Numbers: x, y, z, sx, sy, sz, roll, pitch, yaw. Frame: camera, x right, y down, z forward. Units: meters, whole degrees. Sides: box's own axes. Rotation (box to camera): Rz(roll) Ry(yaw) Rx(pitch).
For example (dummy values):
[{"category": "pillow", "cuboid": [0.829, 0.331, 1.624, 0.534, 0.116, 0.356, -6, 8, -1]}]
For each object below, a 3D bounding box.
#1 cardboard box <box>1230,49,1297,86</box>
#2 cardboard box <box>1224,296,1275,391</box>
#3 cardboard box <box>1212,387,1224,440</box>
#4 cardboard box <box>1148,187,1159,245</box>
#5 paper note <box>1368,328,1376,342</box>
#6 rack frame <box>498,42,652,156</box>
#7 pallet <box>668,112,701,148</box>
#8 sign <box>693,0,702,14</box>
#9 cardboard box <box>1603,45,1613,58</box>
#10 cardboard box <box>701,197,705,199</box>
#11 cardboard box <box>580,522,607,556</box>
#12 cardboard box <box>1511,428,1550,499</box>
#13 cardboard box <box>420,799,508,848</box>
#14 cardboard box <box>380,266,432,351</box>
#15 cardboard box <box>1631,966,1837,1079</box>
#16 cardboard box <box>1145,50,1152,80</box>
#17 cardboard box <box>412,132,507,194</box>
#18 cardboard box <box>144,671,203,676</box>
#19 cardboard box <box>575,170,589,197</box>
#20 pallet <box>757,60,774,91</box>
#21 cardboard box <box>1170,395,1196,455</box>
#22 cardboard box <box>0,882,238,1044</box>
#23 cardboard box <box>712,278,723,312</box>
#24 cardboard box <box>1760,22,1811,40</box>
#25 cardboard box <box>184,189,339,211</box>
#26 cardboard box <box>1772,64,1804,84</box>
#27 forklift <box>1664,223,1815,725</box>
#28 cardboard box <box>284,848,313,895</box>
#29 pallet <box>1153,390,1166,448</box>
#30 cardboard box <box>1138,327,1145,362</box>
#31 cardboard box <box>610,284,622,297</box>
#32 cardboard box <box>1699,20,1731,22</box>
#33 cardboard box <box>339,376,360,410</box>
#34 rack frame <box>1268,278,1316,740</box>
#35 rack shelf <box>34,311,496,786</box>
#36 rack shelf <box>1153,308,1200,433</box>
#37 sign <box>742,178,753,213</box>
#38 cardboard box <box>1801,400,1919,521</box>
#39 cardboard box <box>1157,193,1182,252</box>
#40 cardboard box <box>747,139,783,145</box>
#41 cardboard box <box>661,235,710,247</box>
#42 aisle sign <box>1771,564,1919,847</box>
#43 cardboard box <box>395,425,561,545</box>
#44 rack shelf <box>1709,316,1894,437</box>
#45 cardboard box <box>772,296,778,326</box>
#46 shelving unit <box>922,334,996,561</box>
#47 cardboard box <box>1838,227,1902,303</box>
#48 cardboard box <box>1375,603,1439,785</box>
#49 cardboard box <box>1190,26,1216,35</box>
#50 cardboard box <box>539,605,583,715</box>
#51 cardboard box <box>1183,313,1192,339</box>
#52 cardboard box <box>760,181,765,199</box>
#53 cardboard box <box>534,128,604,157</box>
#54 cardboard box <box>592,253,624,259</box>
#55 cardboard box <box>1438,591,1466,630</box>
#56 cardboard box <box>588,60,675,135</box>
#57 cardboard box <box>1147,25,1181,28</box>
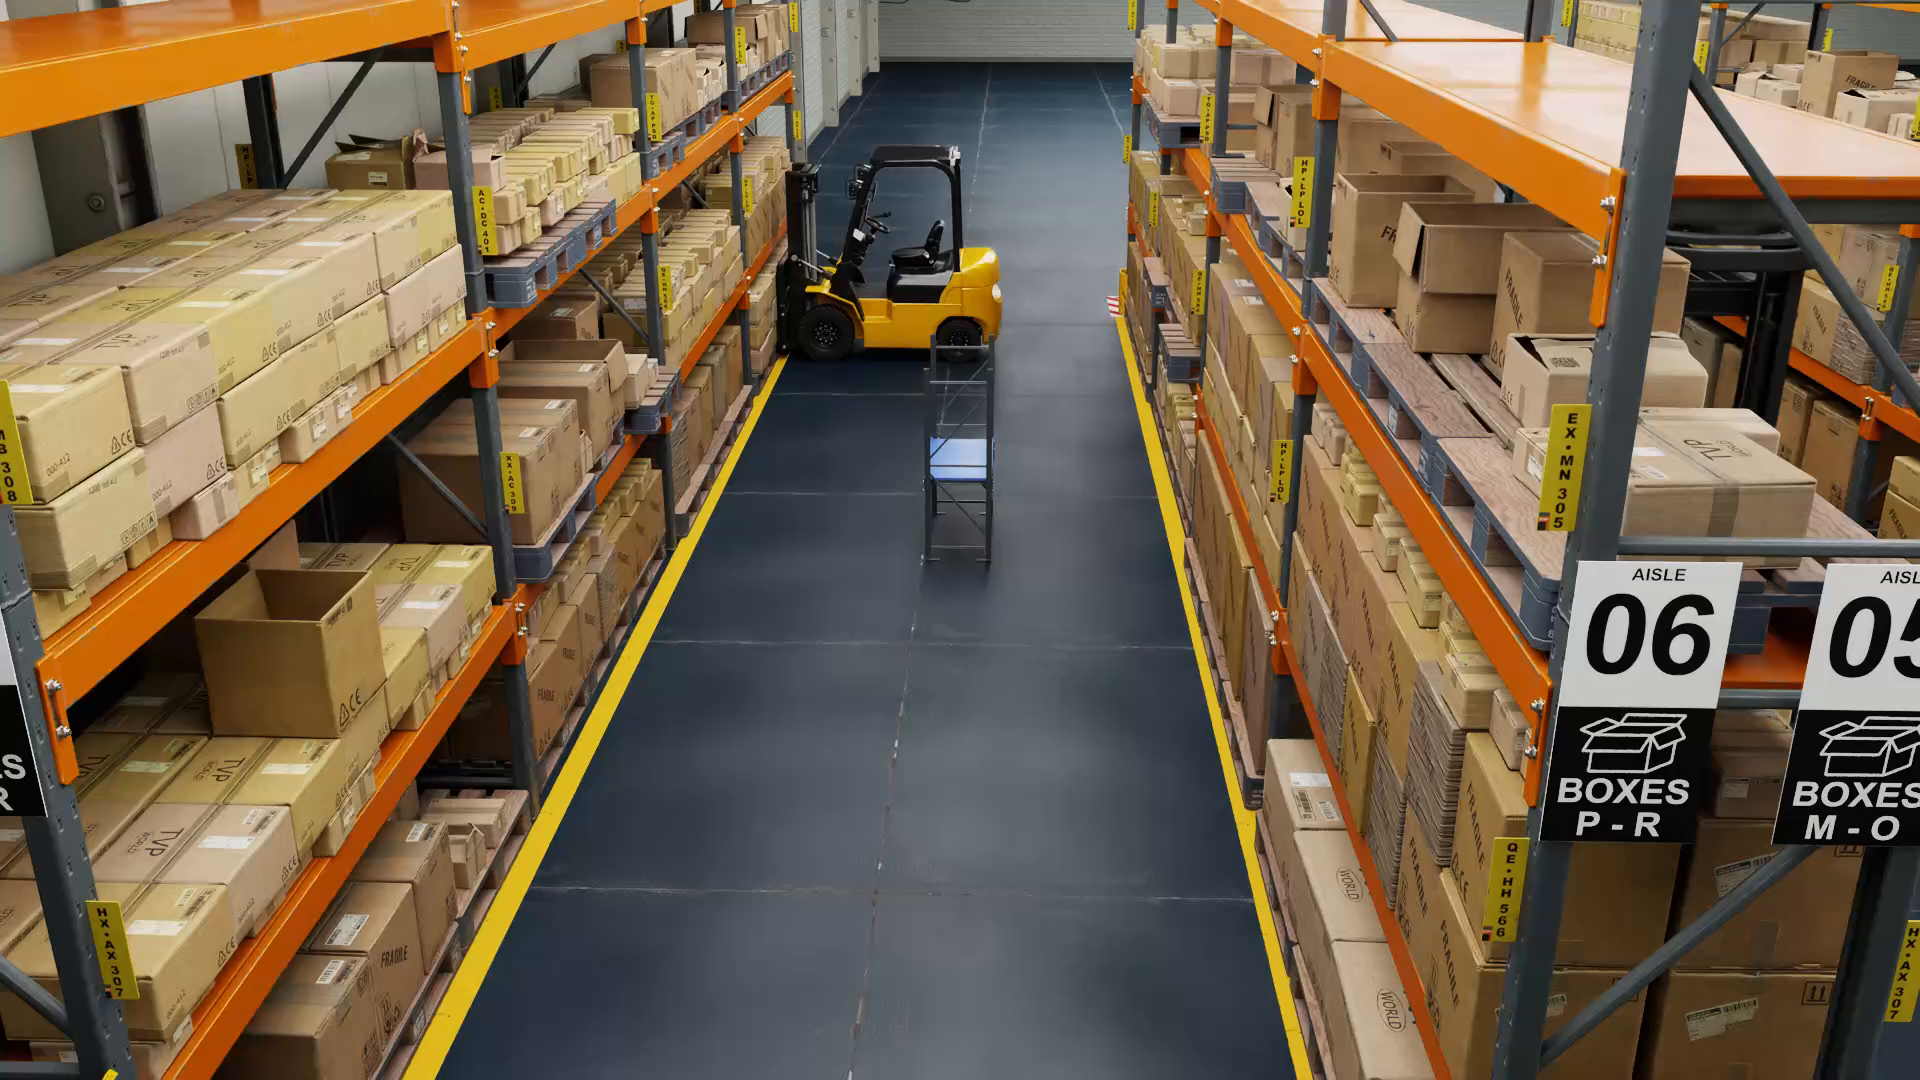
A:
[{"category": "cardboard box", "cuboid": [2.489, -3.905, 13.736, 0.500, 0.250, 0.500, 1, 21, 3]}, {"category": "cardboard box", "cuboid": [1.971, -1.253, 10.590, 0.500, 0.500, 0.500, 1, 21, 3]}, {"category": "cardboard box", "cuboid": [2.002, -0.852, 11.285, 0.500, 0.250, 0.500, 0, 21, 0]}, {"category": "cardboard box", "cuboid": [2.162, -3.263, 16.742, 0.500, 0.500, 0.500, 1, 21, 3]}, {"category": "paper note", "cuboid": [1.505, -0.751, 6.086, 0.006, 0.032, 0.123, 1, 21, 2]}, {"category": "rack frame", "cuboid": [-2.695, -4.132, 11.238, 1.000, 3.000, 0.127, 1, 21, 2]}, {"category": "pallet", "cuboid": [-2.733, -3.296, 13.492, 1.003, 0.211, 1.213, 2, 21, 4]}, {"category": "sign", "cuboid": [-3.006, -6.079, 19.084, 0.100, 0.325, 0.005, 1, 21, 2]}, {"category": "cardboard box", "cuboid": [7.099, -5.195, 17.752, 0.380, 0.149, 0.250, 1, 21, 2]}, {"category": "cardboard box", "cuboid": [-2.761, -3.619, 17.174, 0.380, 0.149, 0.250, 1, 21, 3]}, {"category": "cardboard box", "cuboid": [-2.525, -0.007, 10.880, 0.380, 0.149, 0.250, 0, 21, -1]}, {"category": "cardboard box", "cuboid": [1.880, -0.229, 4.955, 0.380, 0.149, 0.250, -1, 21, -3]}, {"category": "cardboard box", "cuboid": [-2.540, 1.449, 8.508, 0.380, 0.149, 0.250, 0, 21, 0]}, {"category": "cardboard box", "cuboid": [-2.586, -0.991, 7.085, 0.500, 0.250, 0.500, 0, 21, 0]}, {"category": "cardboard box", "cuboid": [2.325, 1.394, 5.152, 0.500, 0.500, 0.500, 0, 21, 1]}, {"category": "cardboard box", "cuboid": [2.177, -4.909, 17.182, 0.500, 0.250, 0.500, 1, 21, 3]}, {"category": "cardboard box", "cuboid": [-2.458, -1.849, 8.146, 0.396, 0.266, 0.258, 0, 21, 1]}, {"category": "cardboard box", "cuboid": [-3.127, 0.587, 7.167, 0.500, 0.250, 0.500, 1, 21, 3]}, {"category": "cardboard box", "cuboid": [-2.389, -2.072, 9.705, 0.380, 0.149, 0.250, 1, 21, 3]}, {"category": "pallet", "cuboid": [-2.533, -4.887, 17.453, 1.003, 0.211, 1.213, 1, 21, 2]}, {"category": "cardboard box", "cuboid": [2.337, -0.998, 14.506, 0.950, 0.372, 0.625, 1, 21, 3]}, {"category": "cardboard box", "cuboid": [-2.655, 1.328, 5.257, 0.500, 0.250, 0.500, 1, 21, 2]}, {"category": "cardboard box", "cuboid": [-2.383, -2.165, 14.670, 0.500, 0.250, 0.500, 1, 21, 2]}, {"category": "cardboard box", "cuboid": [7.690, -4.733, 15.461, 0.380, 0.149, 0.250, 1, 21, 2]}, {"category": "cardboard box", "cuboid": [-3.116, -1.413, 7.483, 0.500, 0.250, 0.500, 0, 21, 1]}, {"category": "cardboard box", "cuboid": [7.478, -4.024, 14.595, 0.500, 0.250, 0.500, 1, 21, 2]}, {"category": "forklift", "cuboid": [4.595, -0.744, 10.895, 1.130, 2.935, 3.031, 1, 21, 2]}, {"category": "cardboard box", "cuboid": [-2.648, 1.184, 6.178, 0.380, 0.149, 0.250, 1, 21, 2]}, {"category": "pallet", "cuboid": [2.366, -1.147, 15.692, 1.003, 0.211, 1.213, 1, 21, 2]}, {"category": "cardboard box", "cuboid": [2.144, -2.051, 17.390, 0.500, 0.250, 0.500, 0, 21, 0]}, {"category": "cardboard box", "cuboid": [-2.945, -1.849, 13.163, 0.500, 0.250, 0.500, 1, 21, 2]}, {"category": "cardboard box", "cuboid": [7.039, -4.833, 15.717, 0.380, 0.149, 0.250, 1, 21, 1]}, {"category": "cardboard box", "cuboid": [-2.611, -0.575, 6.565, 0.380, 0.149, 0.250, 1, 21, 2]}, {"category": "rack frame", "cuboid": [2.145, 0.164, 8.458, 1.000, 3.000, 0.127, 1, 21, 2]}, {"category": "rack shelf", "cuboid": [-2.877, -0.229, 6.319, 1.077, 0.370, 4.000, 1, 21, 2]}, {"category": "rack shelf", "cuboid": [2.327, -1.670, 14.180, 1.077, 0.370, 4.000, 1, 21, 2]}, {"category": "sign", "cuboid": [-2.031, -3.282, 15.849, 0.100, 0.325, 0.005, 1, 21, 2]}, {"category": "cardboard box", "cuboid": [7.326, -0.630, 13.035, 1.050, 0.750, 0.750, 0, 21, 1]}, {"category": "cardboard box", "cuboid": [2.087, -2.943, 15.337, 0.500, 0.500, 0.500, 1, 21, 3]}, {"category": "cardboard box", "cuboid": [-2.228, -4.494, 19.018, 0.380, 0.149, 0.250, 1, 21, 2]}, {"category": "cardboard box", "cuboid": [-2.371, -2.542, 14.399, 0.380, 0.149, 0.250, 1, 21, 2]}, {"category": "aisle sign", "cuboid": [2.311, 0.428, 4.185, 0.394, 0.787, 0.004, 1, 21, 2]}, {"category": "cardboard box", "cuboid": [-2.578, -0.304, 8.946, 0.700, 0.500, 0.500, 1, 21, 3]}, {"category": "rack shelf", "cuboid": [7.278, -1.652, 14.133, 1.077, 0.370, 4.000, 1, 21, 2]}, {"category": "cardboard box", "cuboid": [-2.210, -2.464, 17.761, 0.500, 0.250, 0.500, 0, 21, 1]}, {"category": "shelving unit", "cuboid": [0.003, -0.730, 12.837, 0.538, 1.500, 1.048, 1, 21, 2]}, {"category": "cardboard box", "cuboid": [7.255, -2.122, 12.830, 0.700, 0.500, 0.500, 0, 21, 1]}, {"category": "cardboard box", "cuboid": [1.805, 0.553, 5.937, 0.500, 0.500, 0.500, 1, 21, 1]}, {"category": "cardboard box", "cuboid": [2.748, -5.609, 18.436, 0.380, 0.149, 0.250, 1, 21, 3]}, {"category": "cardboard box", "cuboid": [-2.571, 0.716, 9.913, 0.500, 0.500, 0.500, 0, 21, 1]}, {"category": "cardboard box", "cuboid": [1.940, -1.671, 12.955, 0.380, 0.149, 0.250, 0, 21, 1]}, {"category": "cardboard box", "cuboid": [-2.223, -3.614, 17.162, 0.380, 0.149, 0.250, 0, 21, 1]}, {"category": "cardboard box", "cuboid": [-2.444, -2.483, 10.379, 0.380, 0.149, 0.250, 0, 21, 0]}, {"category": "cardboard box", "cuboid": [-2.975, -2.267, 13.690, 0.380, 0.149, 0.250, 0, 21, 1]}, {"category": "cardboard box", "cuboid": [1.869, 0.293, 5.710, 0.380, 0.149, 0.250, 0, 21, 1]}, {"category": "cardboard box", "cuboid": [-2.429, -3.282, 12.336, 0.500, 0.500, 0.500, 1, 21, 2]}, {"category": "cardboard box", "cuboid": [2.295, -5.701, 18.674, 0.380, 0.149, 0.250, 0, 21, 1]}]
